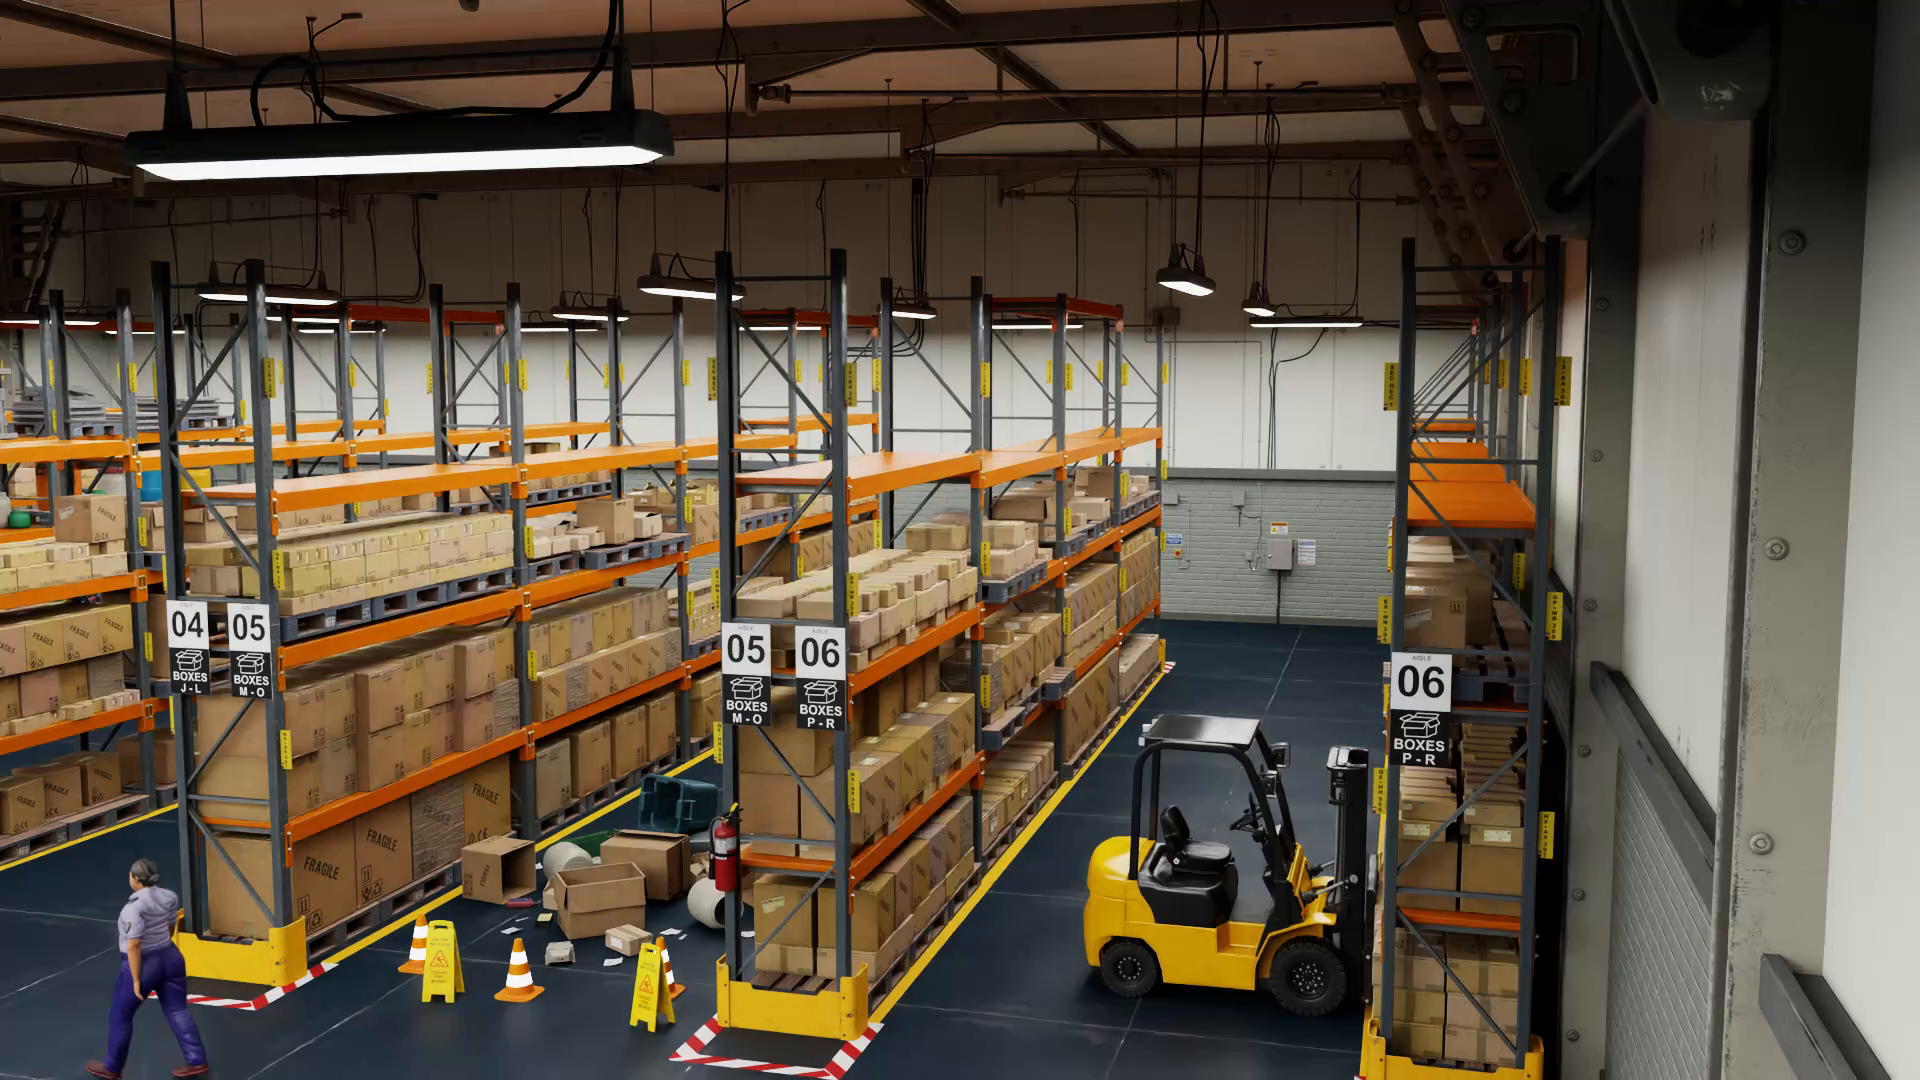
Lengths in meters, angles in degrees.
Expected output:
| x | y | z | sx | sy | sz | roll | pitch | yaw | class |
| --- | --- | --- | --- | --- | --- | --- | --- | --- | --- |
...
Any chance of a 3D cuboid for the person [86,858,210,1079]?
| x | y | z | sx | sy | sz | roll | pitch | yaw | class |
| --- | --- | --- | --- | --- | --- | --- | --- | --- | --- |
| -5.894 | 3.096 | 12.032 | 0.839 | 1.593 | 0.504 | 3 | 7 | 28 | person |
